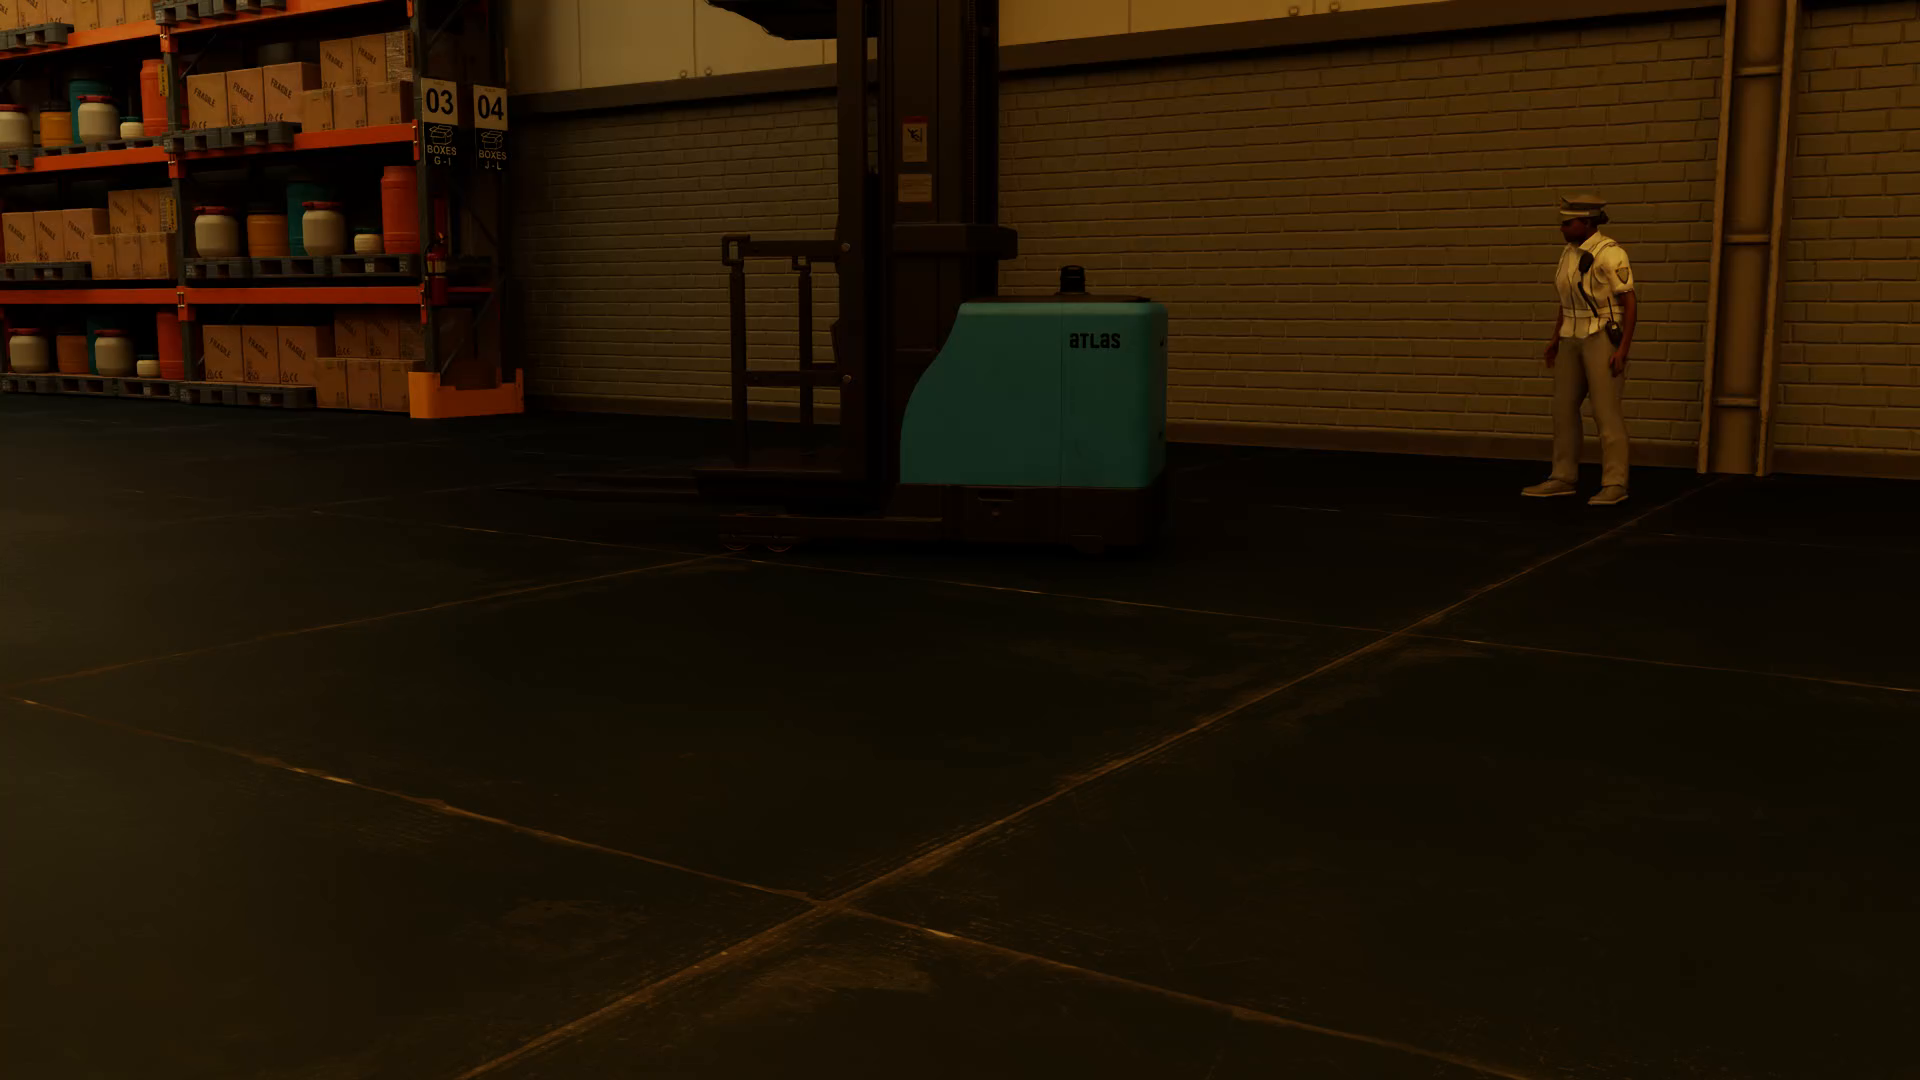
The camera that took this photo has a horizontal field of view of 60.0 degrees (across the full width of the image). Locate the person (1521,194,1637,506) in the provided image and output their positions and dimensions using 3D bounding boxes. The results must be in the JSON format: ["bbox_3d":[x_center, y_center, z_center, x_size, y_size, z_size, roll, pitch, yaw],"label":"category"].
[{"bbox_3d":[3.422,-1.038,9.053,0.452,1.659,0.626,-3,9,-19],"label":"person"}]

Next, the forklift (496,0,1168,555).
[{"bbox_3d":[-0.596,-1.469,7.520,3.031,2.935,1.130,2,8,12],"label":"forklift"}]
